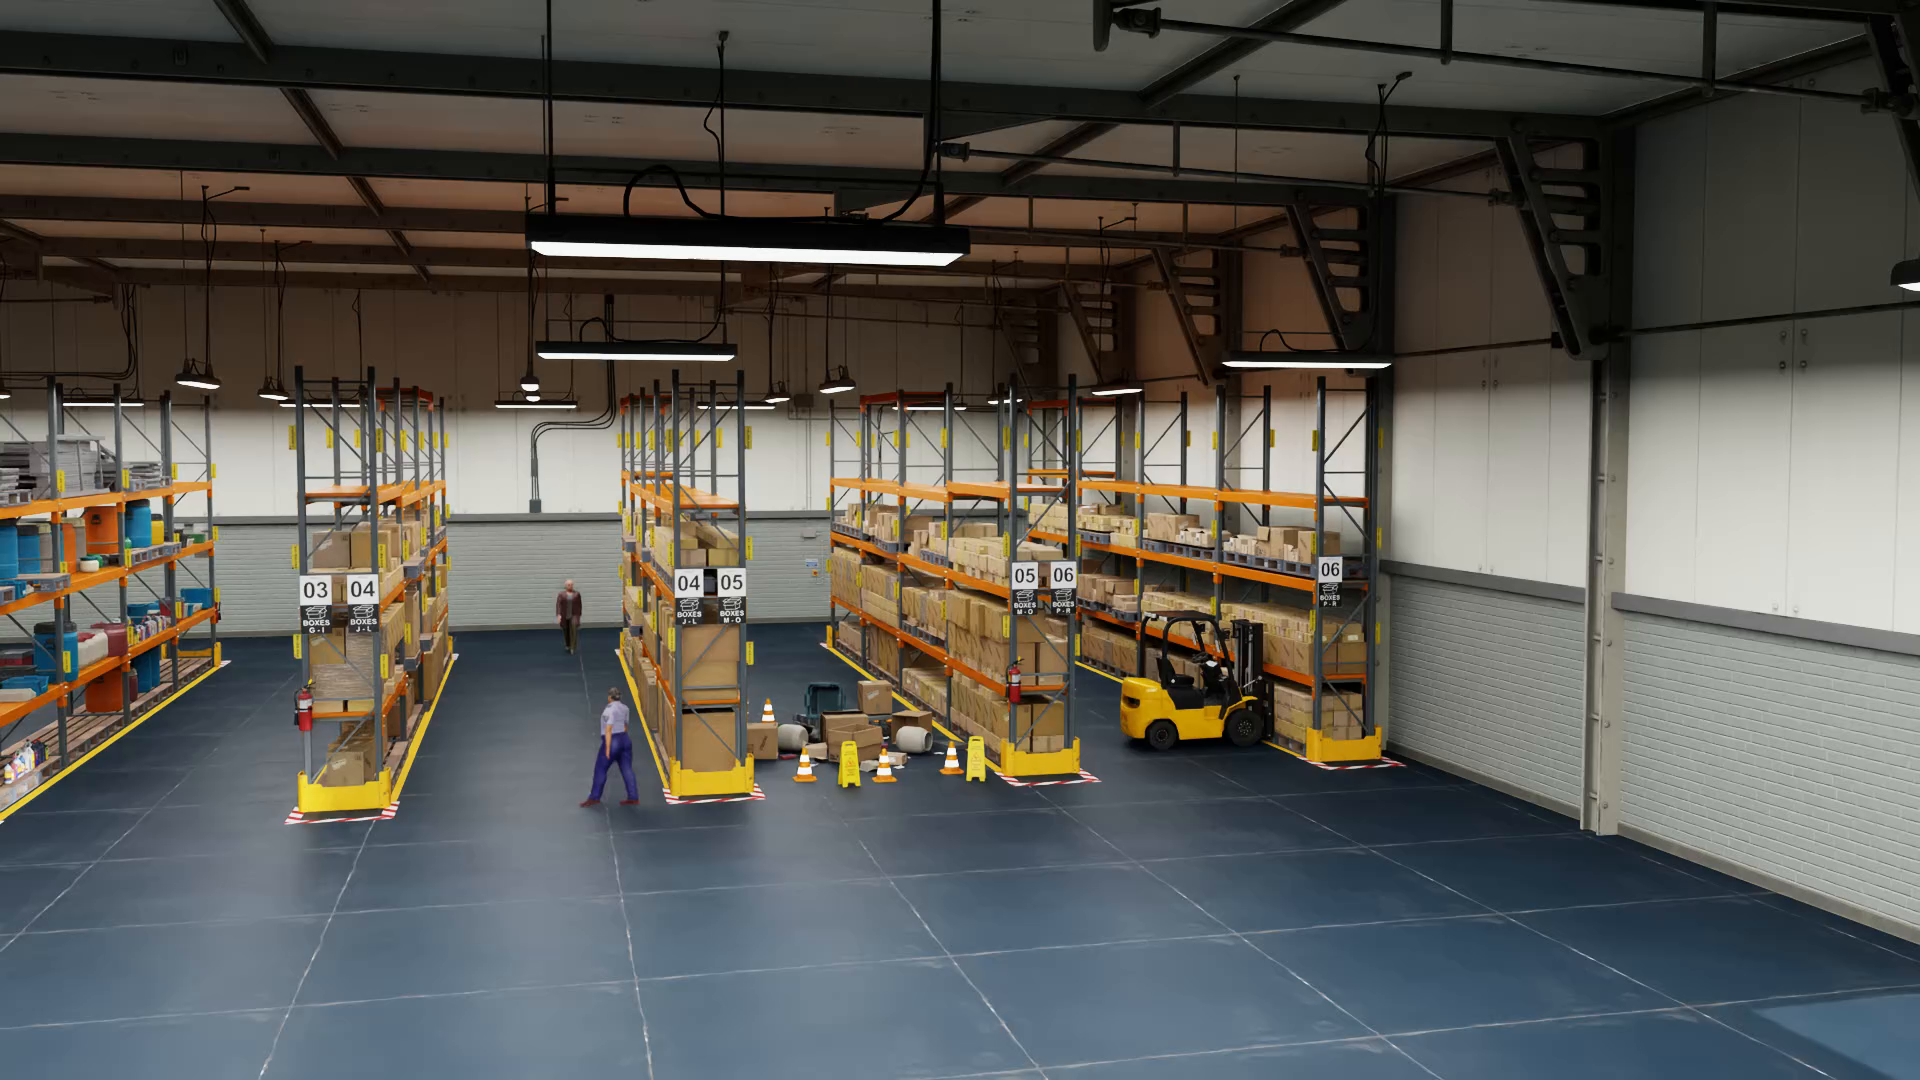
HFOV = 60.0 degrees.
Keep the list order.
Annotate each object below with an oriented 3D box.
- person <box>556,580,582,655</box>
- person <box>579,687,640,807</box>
[{"bbox_3d":[-9.167,1.792,38.964,0.589,1.713,1.141,-1,3,-11],"label":"person"},{"bbox_3d":[-4.765,2.836,22.787,0.761,1.644,0.590,2,4,33],"label":"person"}]
